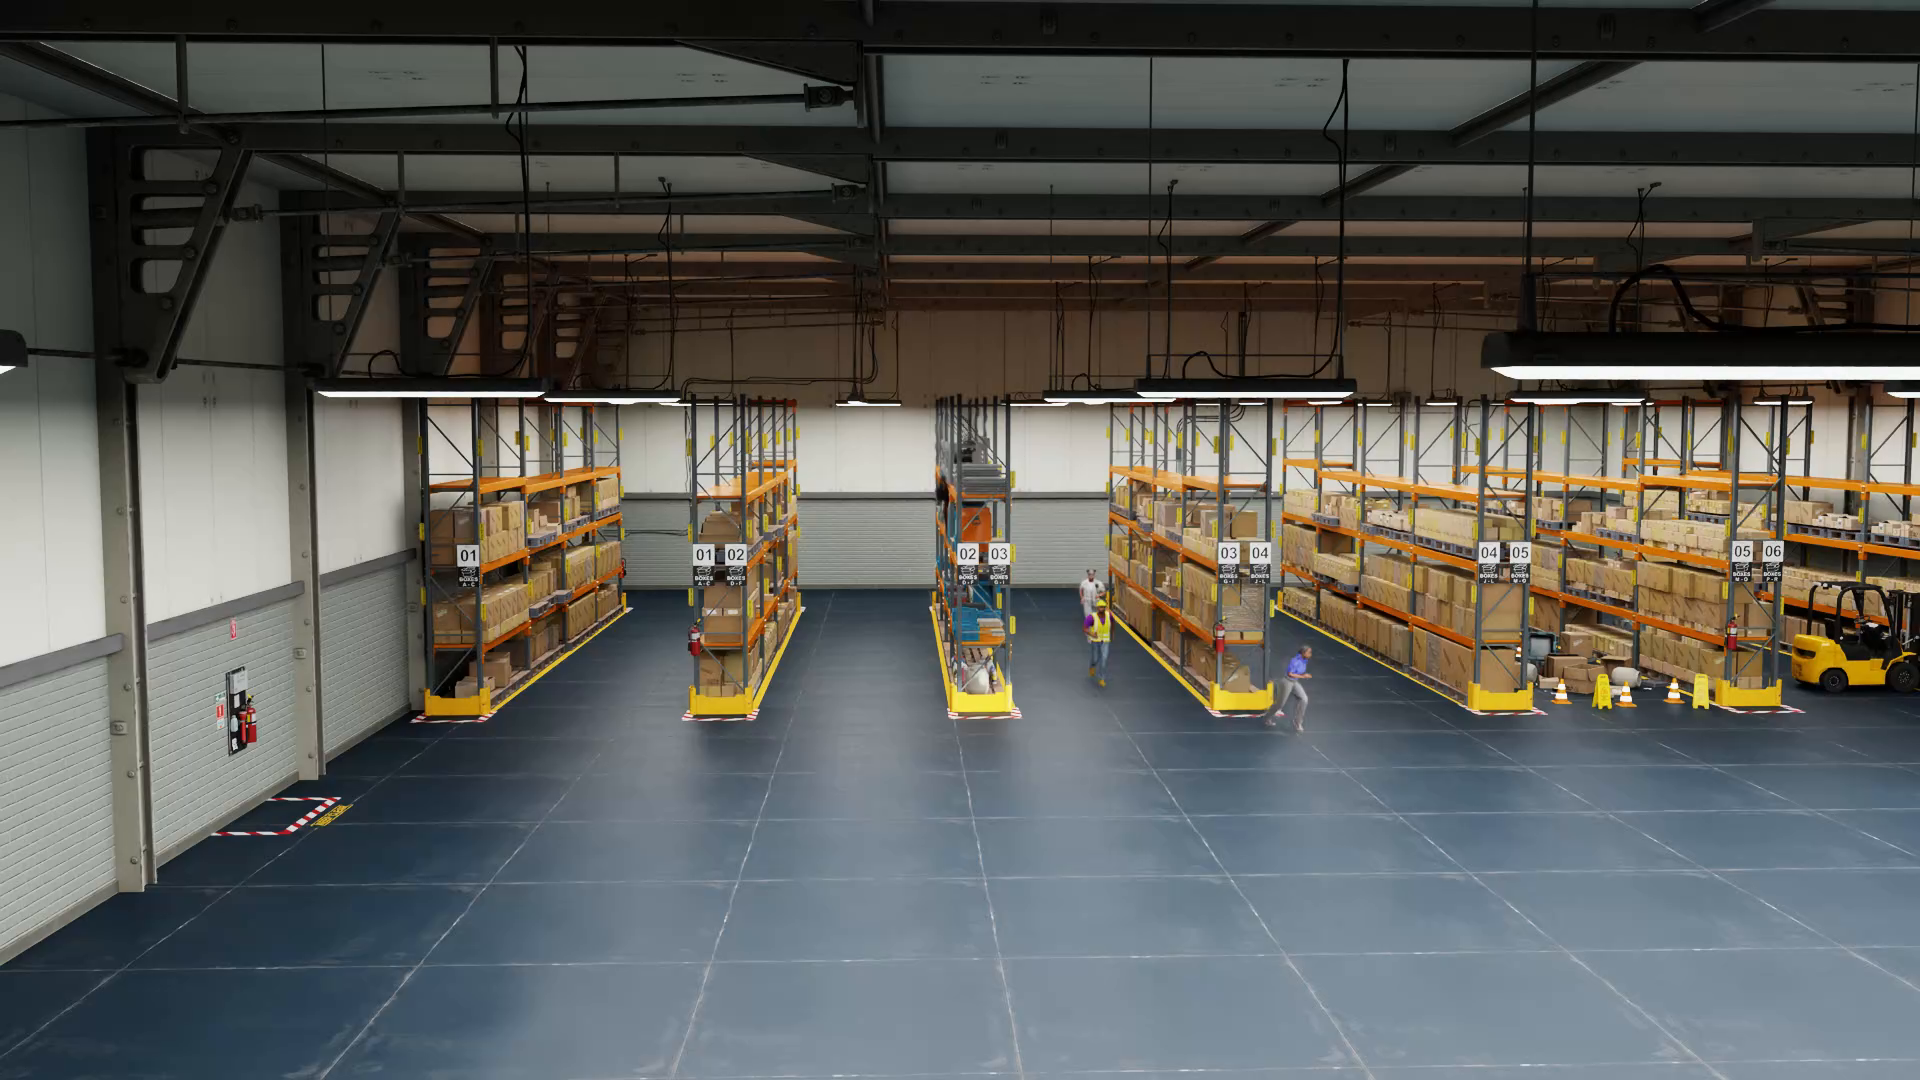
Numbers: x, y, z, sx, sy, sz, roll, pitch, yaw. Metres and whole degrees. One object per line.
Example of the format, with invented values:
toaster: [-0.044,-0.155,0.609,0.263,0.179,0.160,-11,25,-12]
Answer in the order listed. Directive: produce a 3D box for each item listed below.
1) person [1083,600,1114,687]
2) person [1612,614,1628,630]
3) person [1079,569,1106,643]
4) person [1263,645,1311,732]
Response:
person: [2.905,2.117,34.697,0.725,1.757,1.009,-1,5,-12]
person: [16.948,1.480,42.707,0.718,1.753,0.968,-1,5,-10]
person: [3.273,1.608,41.079,0.653,1.842,0.830,0,4,1]
person: [5.868,2.644,29.693,0.967,1.587,0.613,4,6,38]
